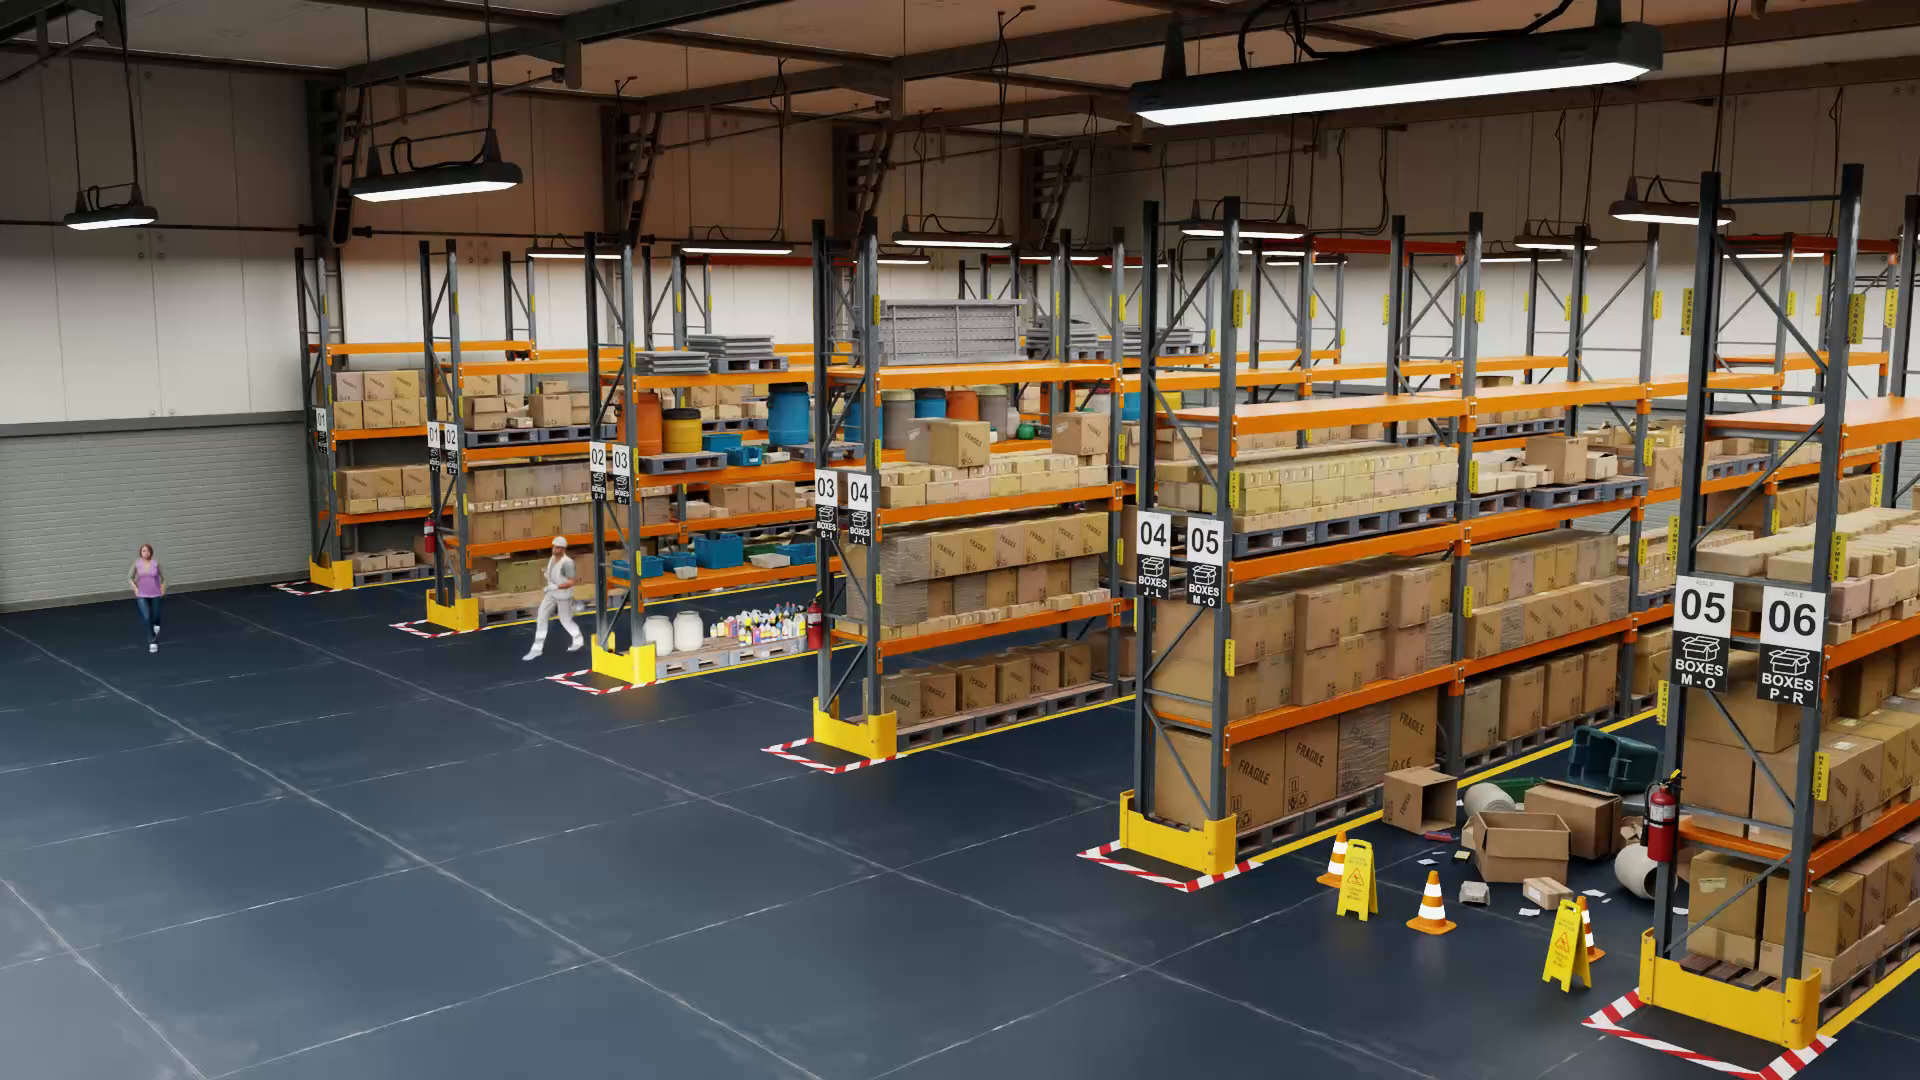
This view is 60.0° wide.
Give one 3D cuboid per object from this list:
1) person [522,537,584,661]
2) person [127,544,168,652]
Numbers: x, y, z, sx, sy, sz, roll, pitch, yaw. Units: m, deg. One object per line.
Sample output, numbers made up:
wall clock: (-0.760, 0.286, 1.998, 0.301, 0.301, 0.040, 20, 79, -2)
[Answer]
person: (-5.679, 0.809, 23.656, 0.713, 1.766, 0.935, 6, 10, 37)
person: (-11.937, 0.830, 24.464, 0.541, 1.573, 0.650, -4, 9, -25)
